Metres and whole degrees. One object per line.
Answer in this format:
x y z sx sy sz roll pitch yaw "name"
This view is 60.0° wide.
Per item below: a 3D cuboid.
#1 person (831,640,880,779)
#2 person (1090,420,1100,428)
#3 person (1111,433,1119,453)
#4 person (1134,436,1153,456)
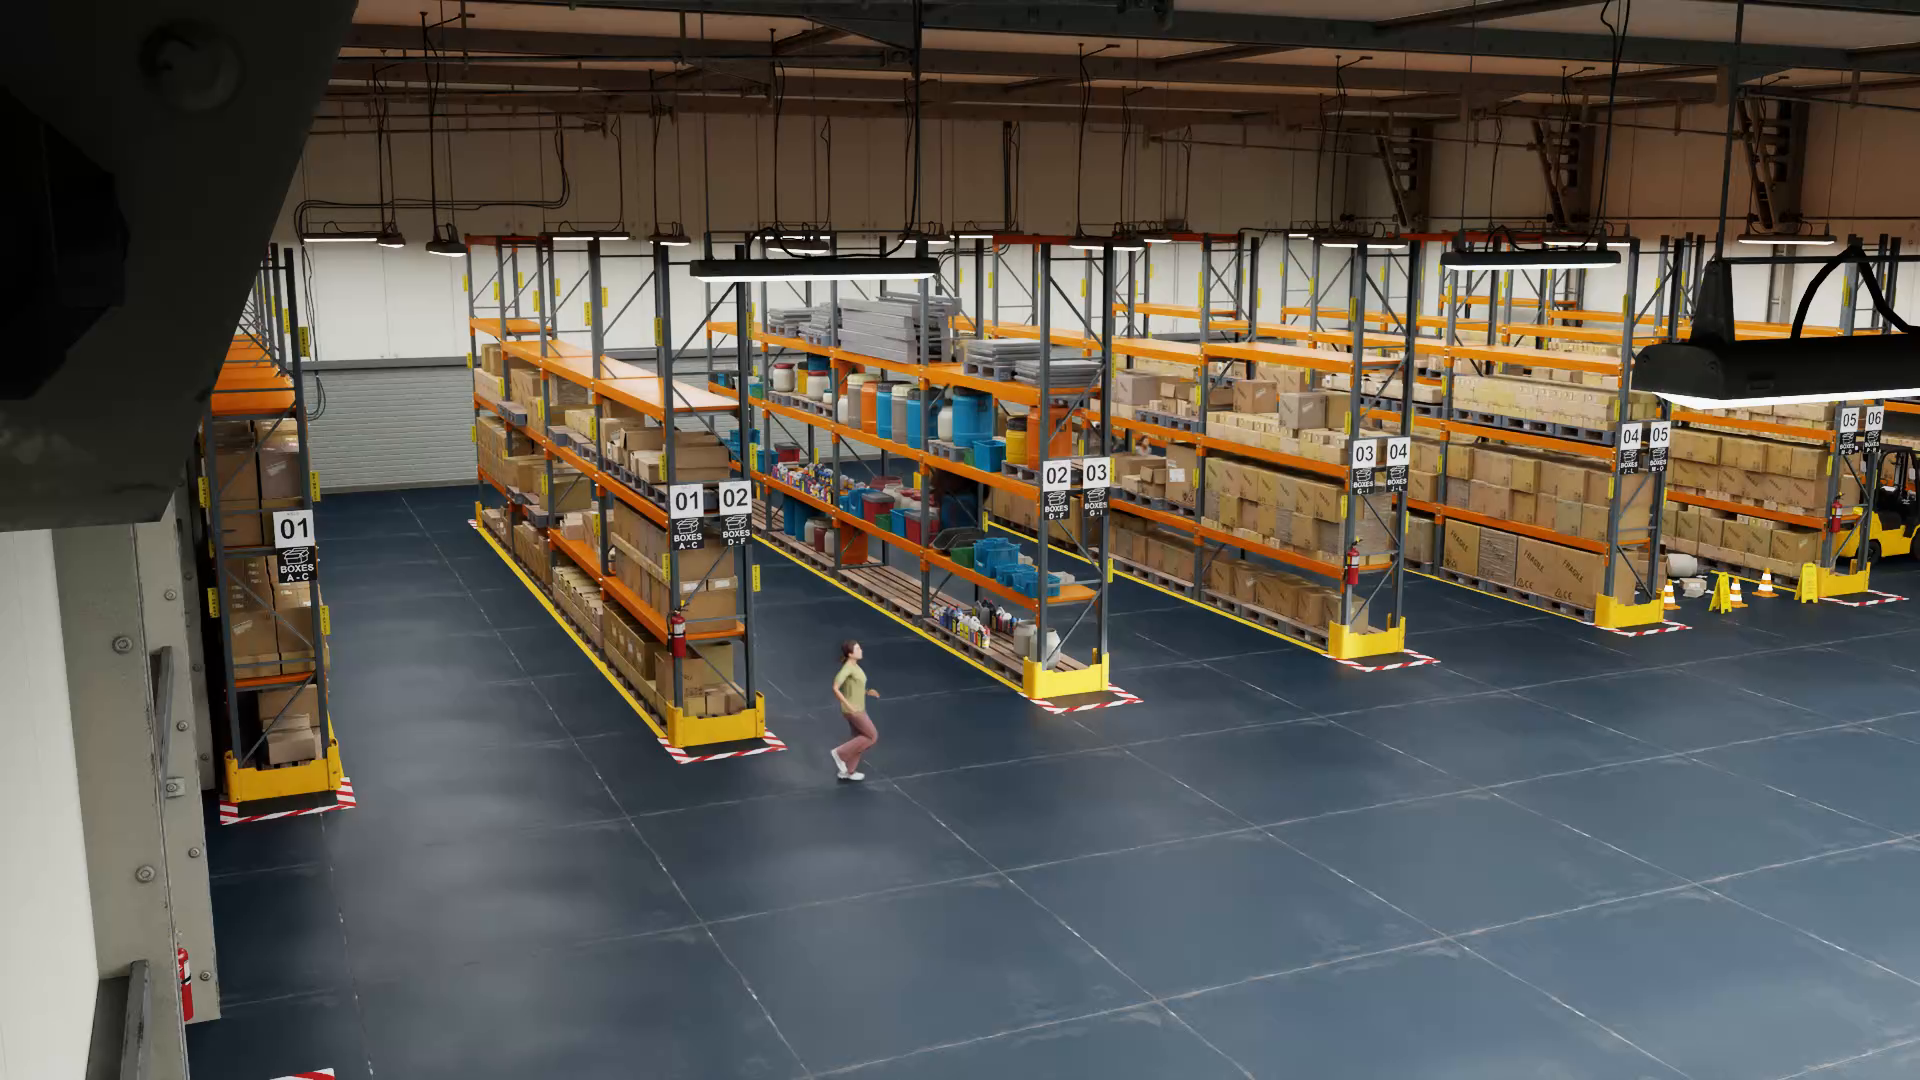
-1.188 1.933 18.910 0.543 1.631 0.575 0 11 3 "person"
3.300 -2.502 41.615 0.585 1.677 0.785 -4 12 -20 "person"
3.301 -1.827 38.050 0.669 1.775 0.817 -3 11 -17 "person"
3.968 -1.528 36.761 0.553 1.594 0.797 -7 13 -33 "person"
